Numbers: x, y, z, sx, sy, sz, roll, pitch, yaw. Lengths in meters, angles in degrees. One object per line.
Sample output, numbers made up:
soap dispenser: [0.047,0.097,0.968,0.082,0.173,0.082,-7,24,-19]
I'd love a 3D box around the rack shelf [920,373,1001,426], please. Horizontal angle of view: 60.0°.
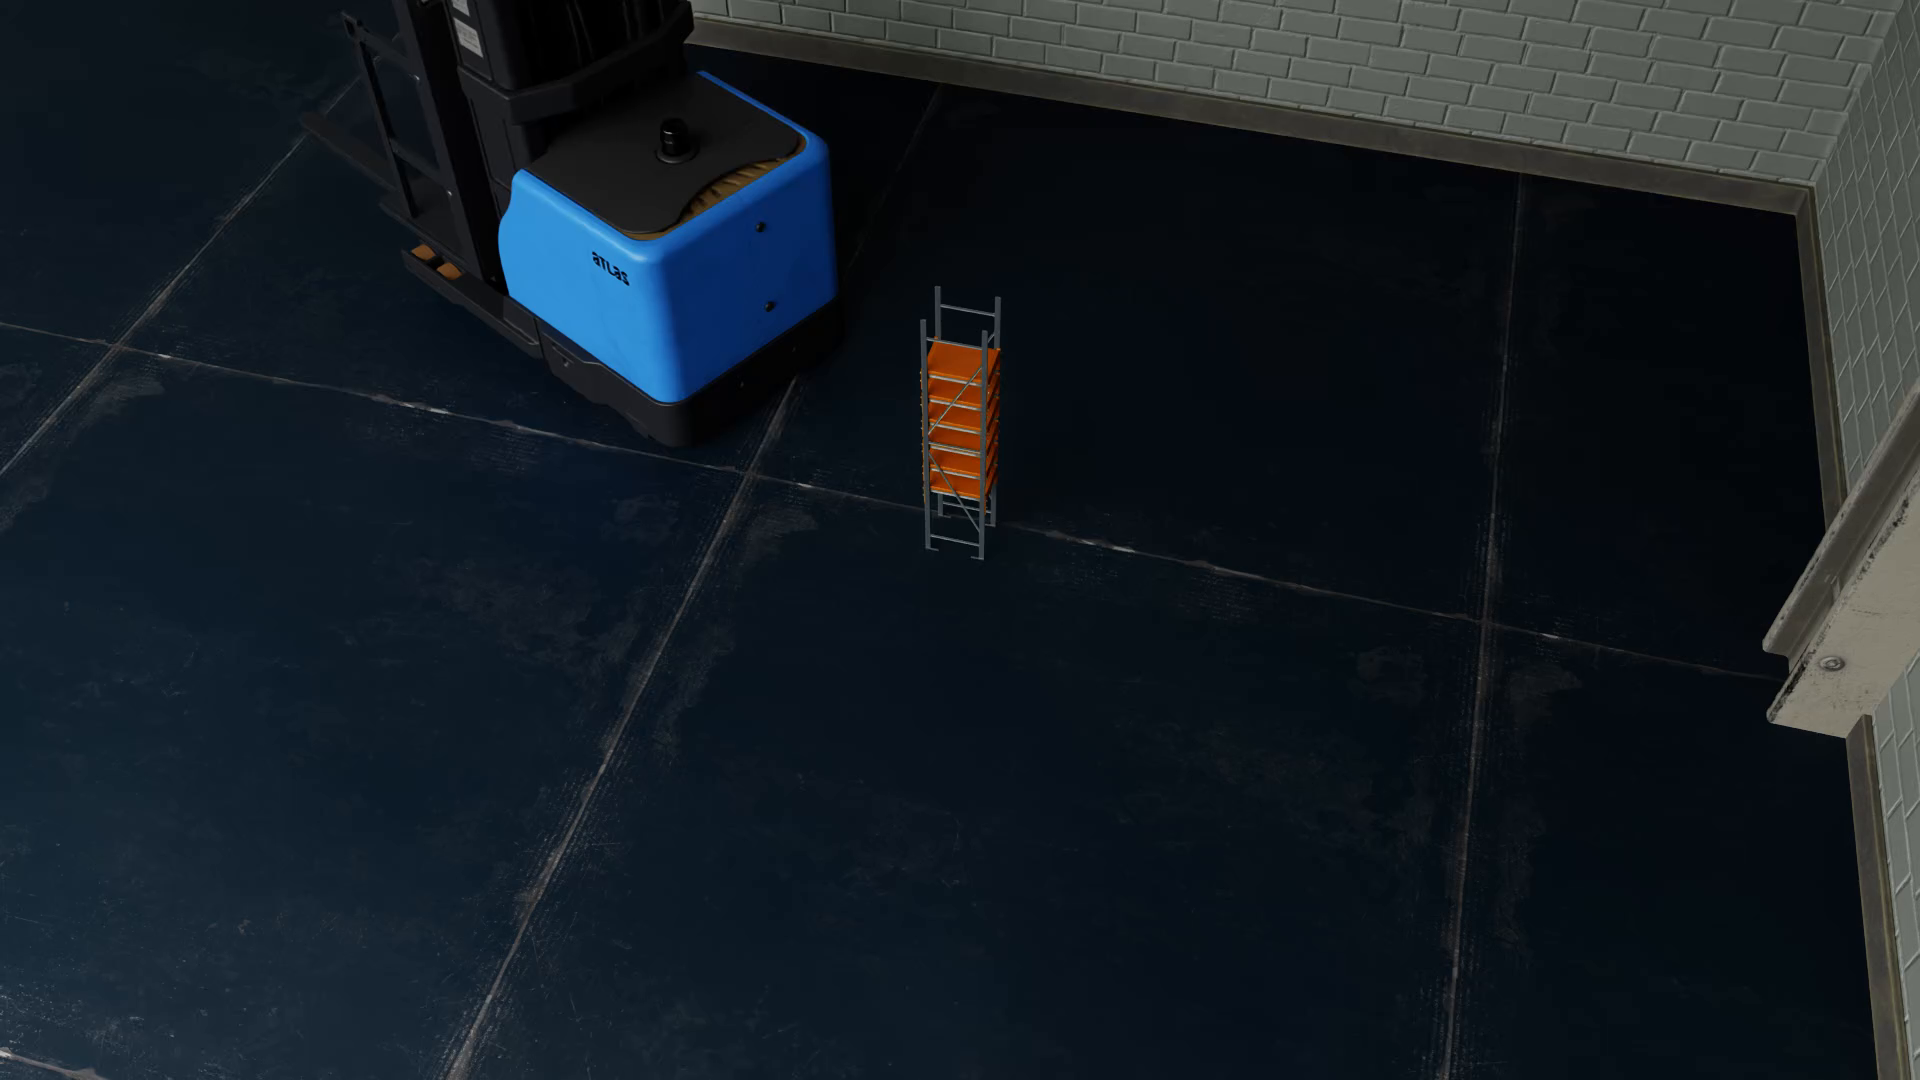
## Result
rack shelf: [0.004,-0.537,6.082,0.258,0.103,0.180,12,50,10]

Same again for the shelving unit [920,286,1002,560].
shelving unit: [0.004,-0.408,6.228,0.258,1.200,0.189,12,50,10]

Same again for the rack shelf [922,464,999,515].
rack shelf: [0.004,-0.219,6.441,0.258,0.103,0.180,12,50,10]

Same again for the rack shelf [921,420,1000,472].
rack shelf: [0.004,-0.378,6.262,0.258,0.103,0.180,12,50,10]

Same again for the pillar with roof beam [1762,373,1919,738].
pillar with roof beam: [-0.999,-3.275,3.557,9.100,9.000,0.400,12,50,10]

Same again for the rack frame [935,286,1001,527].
rack frame: [0.028,-0.474,6.287,0.240,1.200,0.006,12,50,10]

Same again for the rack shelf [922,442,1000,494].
rack shelf: [0.004,-0.299,6.352,0.258,0.103,0.180,12,50,10]

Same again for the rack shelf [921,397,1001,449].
rack shelf: [0.004,-0.458,6.172,0.258,0.103,0.180,12,50,10]

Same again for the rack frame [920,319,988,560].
rack frame: [-0.020,-0.341,6.170,0.240,1.200,0.006,12,50,10]

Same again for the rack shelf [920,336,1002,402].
rack shelf: [0.004,-0.616,5.992,0.258,0.103,0.180,12,50,10]

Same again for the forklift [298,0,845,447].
forklift: [-1.935,-2.333,6.773,3.031,2.935,1.130,35,57,27]
